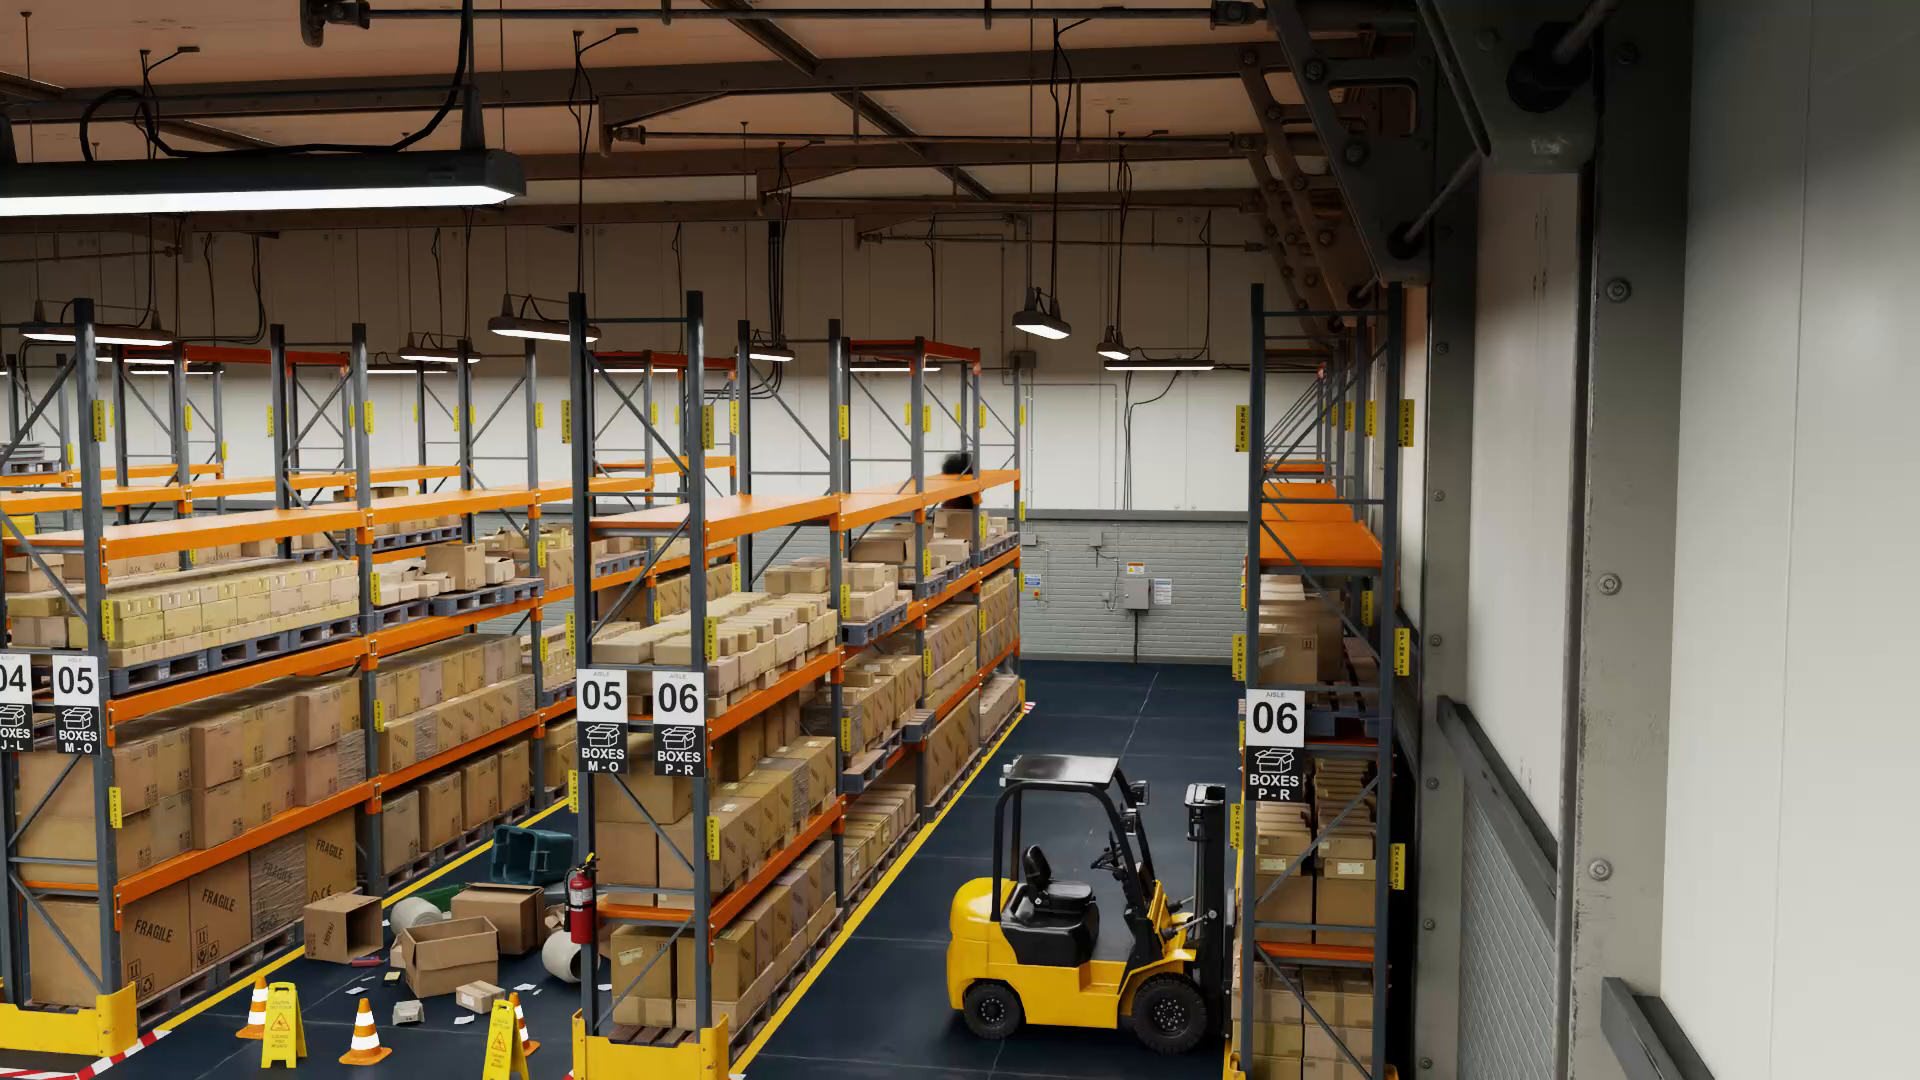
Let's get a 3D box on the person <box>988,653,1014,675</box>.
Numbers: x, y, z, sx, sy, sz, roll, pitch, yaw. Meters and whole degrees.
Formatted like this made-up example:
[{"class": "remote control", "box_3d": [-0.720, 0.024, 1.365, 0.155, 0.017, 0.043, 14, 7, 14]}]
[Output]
[{"class": "person", "box_3d": [0.695, 1.963, 29.622, 0.633, 1.676, 0.674, 4, 6, 40]}]
